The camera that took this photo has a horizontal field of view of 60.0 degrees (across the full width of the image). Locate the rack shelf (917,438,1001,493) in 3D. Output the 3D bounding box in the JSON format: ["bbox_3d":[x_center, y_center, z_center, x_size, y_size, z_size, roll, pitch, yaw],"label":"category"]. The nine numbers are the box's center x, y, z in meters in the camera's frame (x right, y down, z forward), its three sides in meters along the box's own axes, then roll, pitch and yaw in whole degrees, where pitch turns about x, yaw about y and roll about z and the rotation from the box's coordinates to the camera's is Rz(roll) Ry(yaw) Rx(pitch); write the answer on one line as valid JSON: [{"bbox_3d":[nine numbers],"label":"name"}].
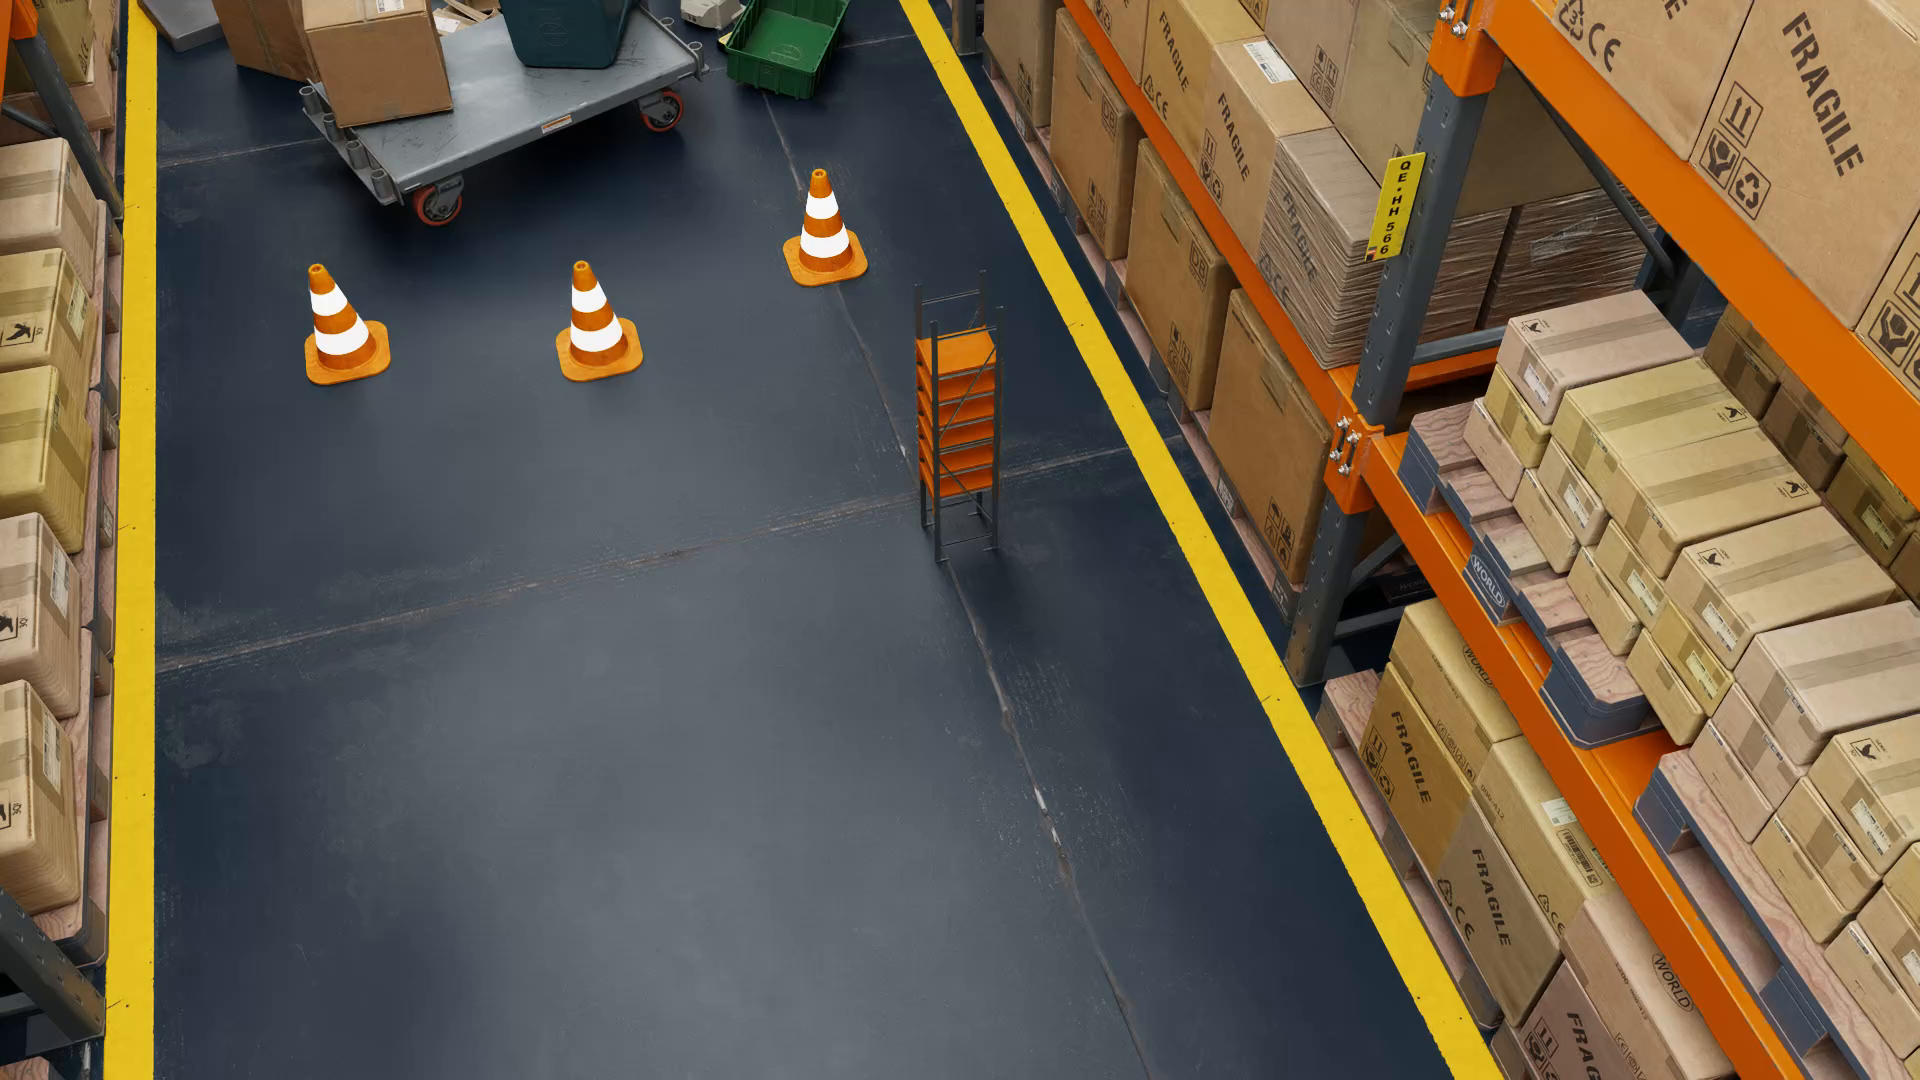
[{"bbox_3d":[-0.004,-0.291,5.926,0.258,0.103,0.180,-13,51,-11],"label":"rack shelf"}]

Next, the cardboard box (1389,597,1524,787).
[{"bbox_3d":[1.611,0.386,4.832,0.500,0.250,0.500,-15,52,-13],"label":"cardboard box"}]

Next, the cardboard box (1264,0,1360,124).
[{"bbox_3d":[1.364,-1.654,4.963,0.700,0.500,0.500,-14,51,-12],"label":"cardboard box"}]

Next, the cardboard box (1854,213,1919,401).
[{"bbox_3d":[1.860,-0.395,2.594,0.500,0.500,0.500,-13,51,-11],"label":"cardboard box"}]

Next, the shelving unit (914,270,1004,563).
[{"bbox_3d":[-0.004,-0.397,5.800,0.258,1.200,0.189,-13,51,-11],"label":"shelving unit"}]

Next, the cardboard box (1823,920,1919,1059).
[{"bbox_3d":[2.047,0.876,3.440,0.380,0.149,0.250,-15,51,-12],"label":"cardboard box"}]

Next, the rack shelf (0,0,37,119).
[{"bbox_3d":[-3.652,-0.637,5.295,1.077,0.370,4.000,-13,51,-11],"label":"rack shelf"}]

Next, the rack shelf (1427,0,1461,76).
[{"bbox_3d":[1.047,-2.796,5.154,1.077,0.370,4.000,-13,51,-11],"label":"rack shelf"}]

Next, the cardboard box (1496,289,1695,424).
[{"bbox_3d":[1.591,-0.462,4.178,0.380,0.149,0.250,-13,51,-11],"label":"cardboard box"}]

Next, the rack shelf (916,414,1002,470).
[{"bbox_3d":[-0.004,-0.369,5.834,0.258,0.103,0.180,-13,51,-11],"label":"rack shelf"}]

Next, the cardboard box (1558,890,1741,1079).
[{"bbox_3d":[1.895,1.121,4.213,0.500,0.250,0.500,-13,51,-11],"label":"cardboard box"}]

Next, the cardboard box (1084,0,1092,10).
[{"bbox_3d":[0.649,-2.375,6.225,0.500,0.500,0.500,-14,51,-11],"label":"cardboard box"}]

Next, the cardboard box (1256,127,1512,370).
[{"bbox_3d":[1.248,-0.901,4.982,0.500,0.500,0.500,-13,51,-11],"label":"cardboard box"}]

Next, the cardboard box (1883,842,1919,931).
[{"bbox_3d":[2.050,0.677,3.218,0.380,0.149,0.250,-14,51,-11],"label":"cardboard box"}]

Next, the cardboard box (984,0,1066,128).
[{"bbox_3d":[0.725,-2.499,7.592,1.050,0.750,0.750,-14,51,-11],"label":"cardboard box"}]

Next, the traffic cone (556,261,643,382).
[{"bbox_3d":[-1.498,-0.937,6.737,0.336,0.463,0.334,-13,51,-11],"label":"traffic cone"}]

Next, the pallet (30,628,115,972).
[{"bbox_3d":[-3.290,0.920,5.336,1.003,0.211,1.213,-13,51,-11],"label":"pallet"}]

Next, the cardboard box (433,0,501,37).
[{"bbox_3d":[-2.434,-2.528,8.208,0.396,0.266,0.258,26,55,20],"label":"cardboard box"}]

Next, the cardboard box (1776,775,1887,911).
[{"bbox_3d":[1.971,0.588,3.488,0.380,0.149,0.250,-14,51,-11],"label":"cardboard box"}]

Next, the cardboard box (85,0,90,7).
[{"bbox_3d":[-4.330,-2.700,7.598,0.500,0.500,0.500,-11,51,-10],"label":"cardboard box"}]

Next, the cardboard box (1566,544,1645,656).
[{"bbox_3d":[1.737,0.110,4.085,0.380,0.149,0.250,-11,51,-9],"label":"cardboard box"}]

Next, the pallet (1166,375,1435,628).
[{"bbox_3d":[1.477,-0.295,6.360,1.003,0.211,1.213,-13,51,-11],"label":"pallet"}]

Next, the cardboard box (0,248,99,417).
[{"bbox_3d":[-3.870,-0.711,6.331,0.950,0.372,0.625,-10,51,-9],"label":"cardboard box"}]

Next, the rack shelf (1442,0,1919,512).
[{"bbox_3d":[2.230,0.125,2.691,1.077,0.370,4.000,-13,51,-11],"label":"rack shelf"}]

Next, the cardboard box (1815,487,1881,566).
[{"bbox_3d":[2.371,-0.029,4.202,0.380,0.149,0.250,-13,51,-10],"label":"cardboard box"}]

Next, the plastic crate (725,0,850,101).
[{"bbox_3d":[-0.848,-2.465,8.168,0.450,0.188,0.662,16,51,0],"label":"plastic crate"}]

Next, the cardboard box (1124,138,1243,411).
[{"bbox_3d":[1.282,-1.114,6.424,1.050,0.750,0.750,-13,51,-10],"label":"cardboard box"}]

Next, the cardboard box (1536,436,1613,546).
[{"bbox_3d":[1.671,-0.155,4.114,0.380,0.149,0.250,-11,51,-9],"label":"cardboard box"}]

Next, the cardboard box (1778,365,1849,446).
[{"bbox_3d":[2.293,-0.409,4.133,0.380,0.149,0.250,-14,51,-11],"label":"cardboard box"}]

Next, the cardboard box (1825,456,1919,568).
[{"bbox_3d":[2.380,-0.107,4.073,0.380,0.149,0.250,-12,51,-10],"label":"cardboard box"}]

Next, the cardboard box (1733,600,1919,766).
[{"bbox_3d":[1.900,0.301,3.535,0.380,0.149,0.250,-11,51,-9],"label":"cardboard box"}]

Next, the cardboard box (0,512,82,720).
[{"bbox_3d":[-3.444,0.352,5.435,0.950,0.372,0.625,-14,51,-12],"label":"cardboard box"}]

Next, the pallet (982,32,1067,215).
[{"bbox_3d":[0.755,-2.077,7.863,1.003,0.211,1.213,-13,51,-11],"label":"pallet"}]

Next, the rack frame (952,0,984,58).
[{"bbox_3d":[0.455,-3.522,7.257,1.000,3.000,0.127,-13,51,-11],"label":"rack frame"}]

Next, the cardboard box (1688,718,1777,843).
[{"bbox_3d":[1.899,0.501,3.755,0.380,0.149,0.250,-12,51,-10],"label":"cardboard box"}]

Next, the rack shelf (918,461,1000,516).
[{"bbox_3d":[-0.004,-0.214,6.018,0.258,0.103,0.180,-13,51,-11],"label":"rack shelf"}]

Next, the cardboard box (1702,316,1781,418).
[{"bbox_3d":[2.219,-0.493,4.399,0.380,0.149,0.250,-12,51,-10],"label":"cardboard box"}]

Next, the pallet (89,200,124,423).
[{"bbox_3d":[-4.012,-0.862,6.839,1.003,0.211,1.213,-13,51,-11],"label":"pallet"}]

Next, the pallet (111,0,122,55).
[{"bbox_3d":[-4.840,-2.806,8.477,1.003,0.211,1.213,-13,51,-11],"label":"pallet"}]

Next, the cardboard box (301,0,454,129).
[{"bbox_3d":[-2.552,-2.192,7.276,0.500,0.500,0.500,-13,51,-11],"label":"cardboard box"}]

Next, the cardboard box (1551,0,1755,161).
[{"bbox_3d":[1.553,-1.123,3.207,0.500,0.500,0.500,-13,51,-11],"label":"cardboard box"}]

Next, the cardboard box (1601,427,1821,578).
[{"bbox_3d":[1.740,-0.090,3.864,0.380,0.149,0.250,-14,51,-11],"label":"cardboard box"}]

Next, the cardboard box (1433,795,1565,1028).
[{"bbox_3d":[1.756,1.010,4.797,0.500,0.500,0.500,-13,51,-11],"label":"cardboard box"}]

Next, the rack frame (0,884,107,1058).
[{"bbox_3d":[-3.061,0.592,3.789,1.000,3.000,0.127,-13,51,-11],"label":"rack frame"}]

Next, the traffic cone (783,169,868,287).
[{"bbox_3d":[-0.591,-1.384,7.114,0.336,0.463,0.334,-13,51,-11],"label":"traffic cone"}]

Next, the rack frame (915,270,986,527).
[{"bbox_3d":[-0.031,-0.464,5.857,0.240,1.200,0.006,-13,51,-11],"label":"rack frame"}]

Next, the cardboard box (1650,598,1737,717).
[{"bbox_3d":[1.828,0.223,3.795,0.380,0.149,0.250,-13,51,-11],"label":"cardboard box"}]

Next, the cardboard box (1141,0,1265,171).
[{"bbox_3d":[0.954,-1.631,5.598,0.500,0.500,0.500,-14,51,-12],"label":"cardboard box"}]

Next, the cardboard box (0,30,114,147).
[{"bbox_3d":[-4.160,-2.070,7.557,0.500,0.250,0.500,-15,52,-13],"label":"cardboard box"}]

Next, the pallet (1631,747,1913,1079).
[{"bbox_3d":[2.263,0.898,3.657,1.003,0.211,1.213,-13,51,-11],"label":"pallet"}]

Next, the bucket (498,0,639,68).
[{"bbox_3d":[-1.787,-2.535,7.572,0.726,0.611,0.620,2,60,2],"label":"bucket"}]

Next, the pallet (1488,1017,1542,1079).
[{"bbox_3d":[2.225,1.759,4.629,1.003,0.211,1.213,-13,51,-11],"label":"pallet"}]

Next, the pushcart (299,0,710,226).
[{"bbox_3d":[-2.080,-2.036,7.720,1.648,0.377,0.936,-30,56,-23],"label":"pushcart"}]

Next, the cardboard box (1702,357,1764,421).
[{"bbox_3d":[2.223,-0.399,4.514,0.380,0.149,0.250,-13,51,-10],"label":"cardboard box"}]

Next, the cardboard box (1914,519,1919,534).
[{"bbox_3d":[2.453,-0.023,3.808,0.380,0.149,0.250,-12,51,-10],"label":"cardboard box"}]

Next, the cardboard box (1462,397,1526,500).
[{"bbox_3d":[1.578,-0.283,4.416,0.380,0.149,0.250,-14,51,-11],"label":"cardboard box"}]
